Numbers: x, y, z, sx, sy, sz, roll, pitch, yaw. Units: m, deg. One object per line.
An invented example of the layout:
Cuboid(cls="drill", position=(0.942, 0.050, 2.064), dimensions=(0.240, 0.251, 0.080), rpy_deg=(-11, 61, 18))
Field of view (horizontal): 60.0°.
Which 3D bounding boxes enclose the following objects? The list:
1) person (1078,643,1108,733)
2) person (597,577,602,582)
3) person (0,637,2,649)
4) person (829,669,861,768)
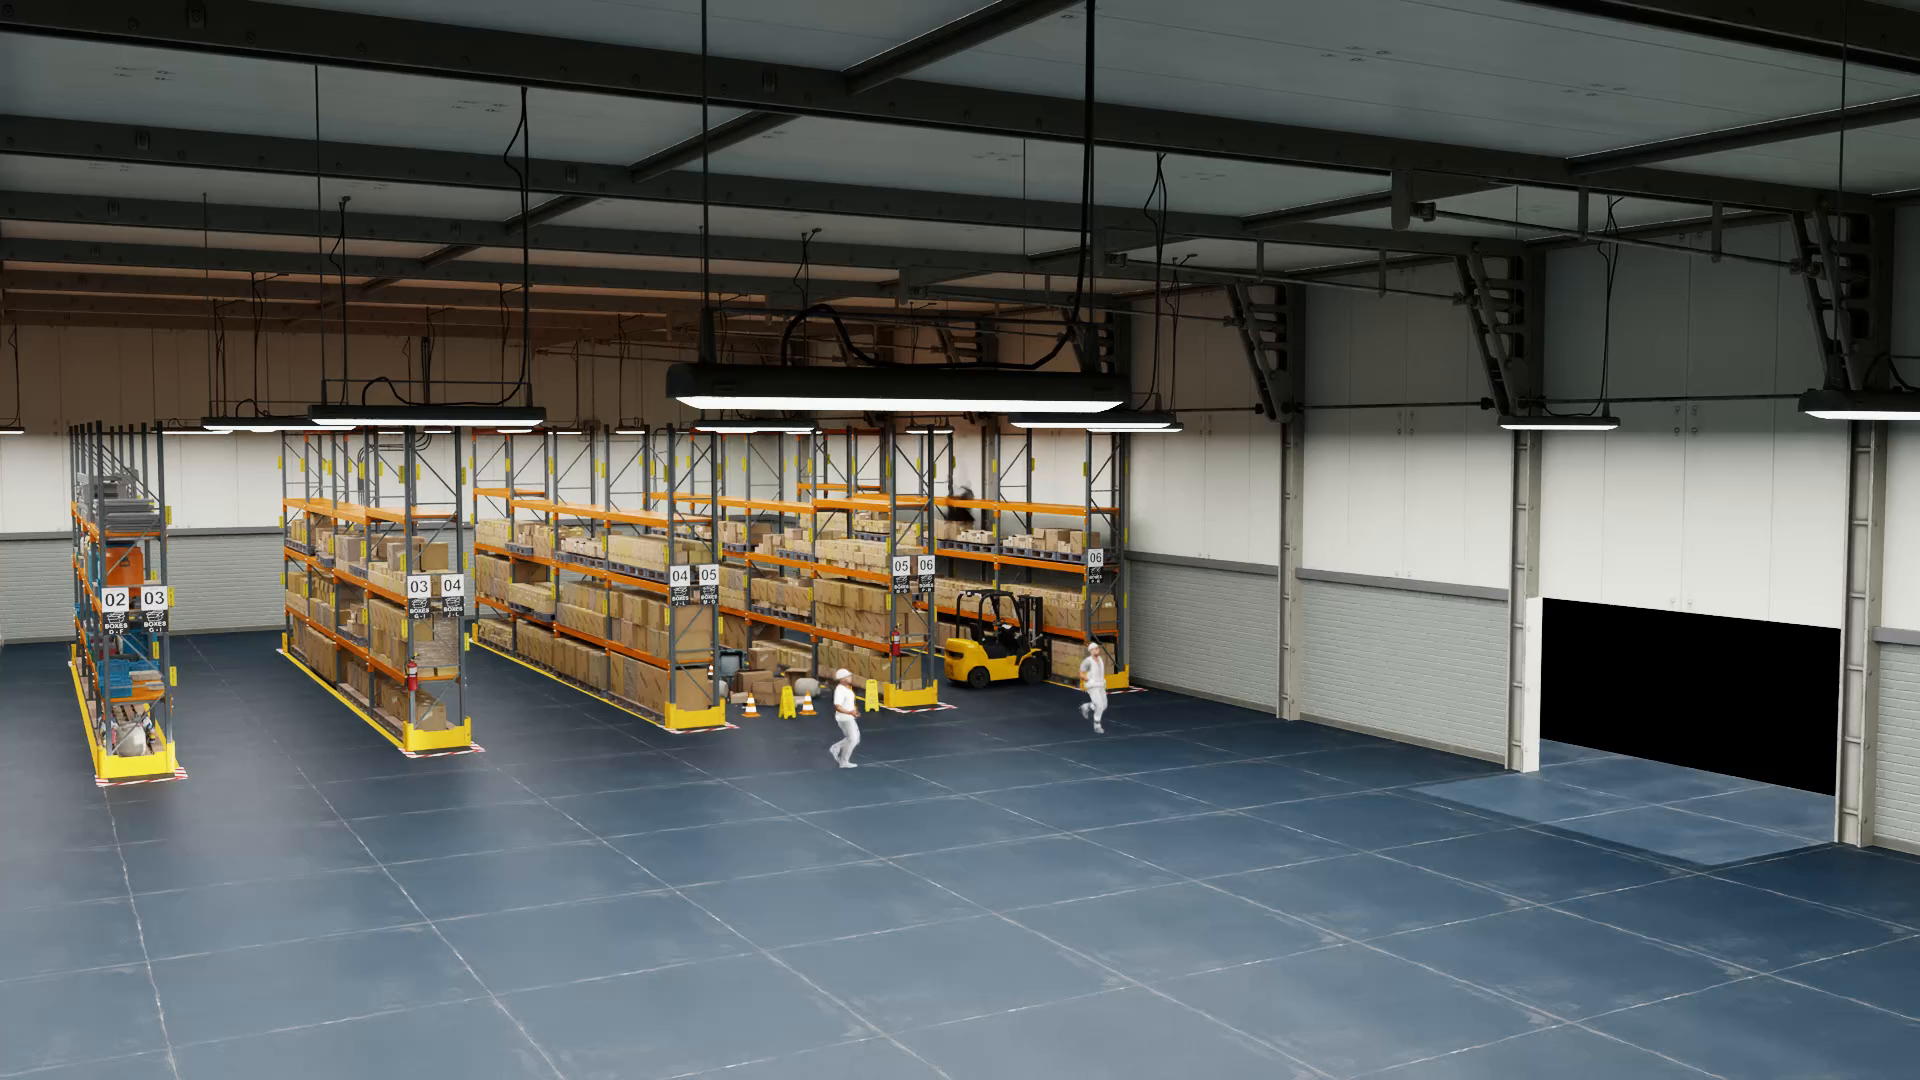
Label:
Cuboid(cls="person", position=(2.567, 2.862, 32.376), dimensions=(0.670, 1.735, 0.667), rpy_deg=(3, 5, 42))
Cuboid(cls="person", position=(-10.552, 1.876, 49.949), dimensions=(0.858, 1.583, 0.580), rpy_deg=(-1, 4, -14))
Cuboid(cls="person", position=(-21.955, 2.600, 37.495), dimensions=(0.607, 1.639, 0.531), rpy_deg=(-2, 4, -31))
Cuboid(cls="person", position=(-1.979, 3.083, 28.746), dimensions=(0.603, 1.718, 0.692), rpy_deg=(0, 4, 5))
